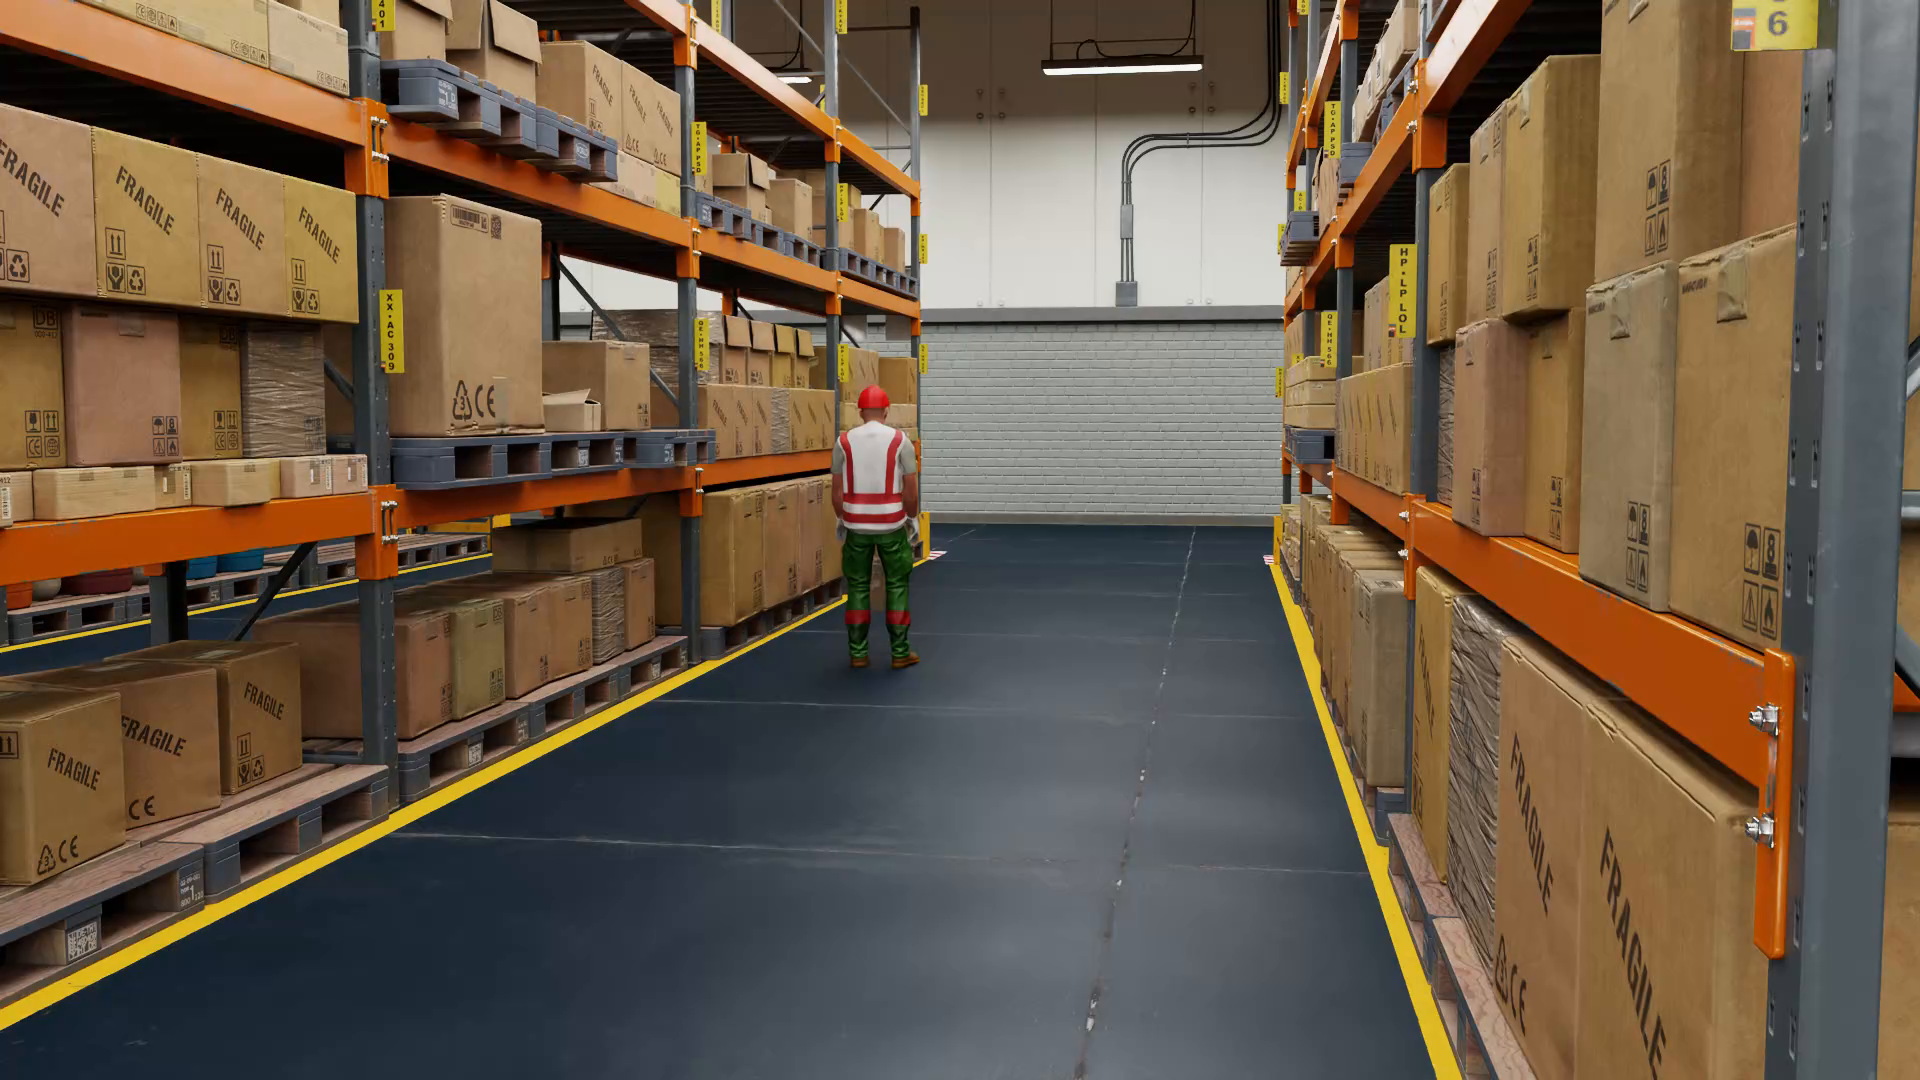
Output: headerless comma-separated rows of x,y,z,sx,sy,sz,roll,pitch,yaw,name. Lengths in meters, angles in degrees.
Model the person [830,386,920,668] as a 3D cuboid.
-0.538,-0.086,10.566,0.555,1.784,0.422,1,4,7,person
